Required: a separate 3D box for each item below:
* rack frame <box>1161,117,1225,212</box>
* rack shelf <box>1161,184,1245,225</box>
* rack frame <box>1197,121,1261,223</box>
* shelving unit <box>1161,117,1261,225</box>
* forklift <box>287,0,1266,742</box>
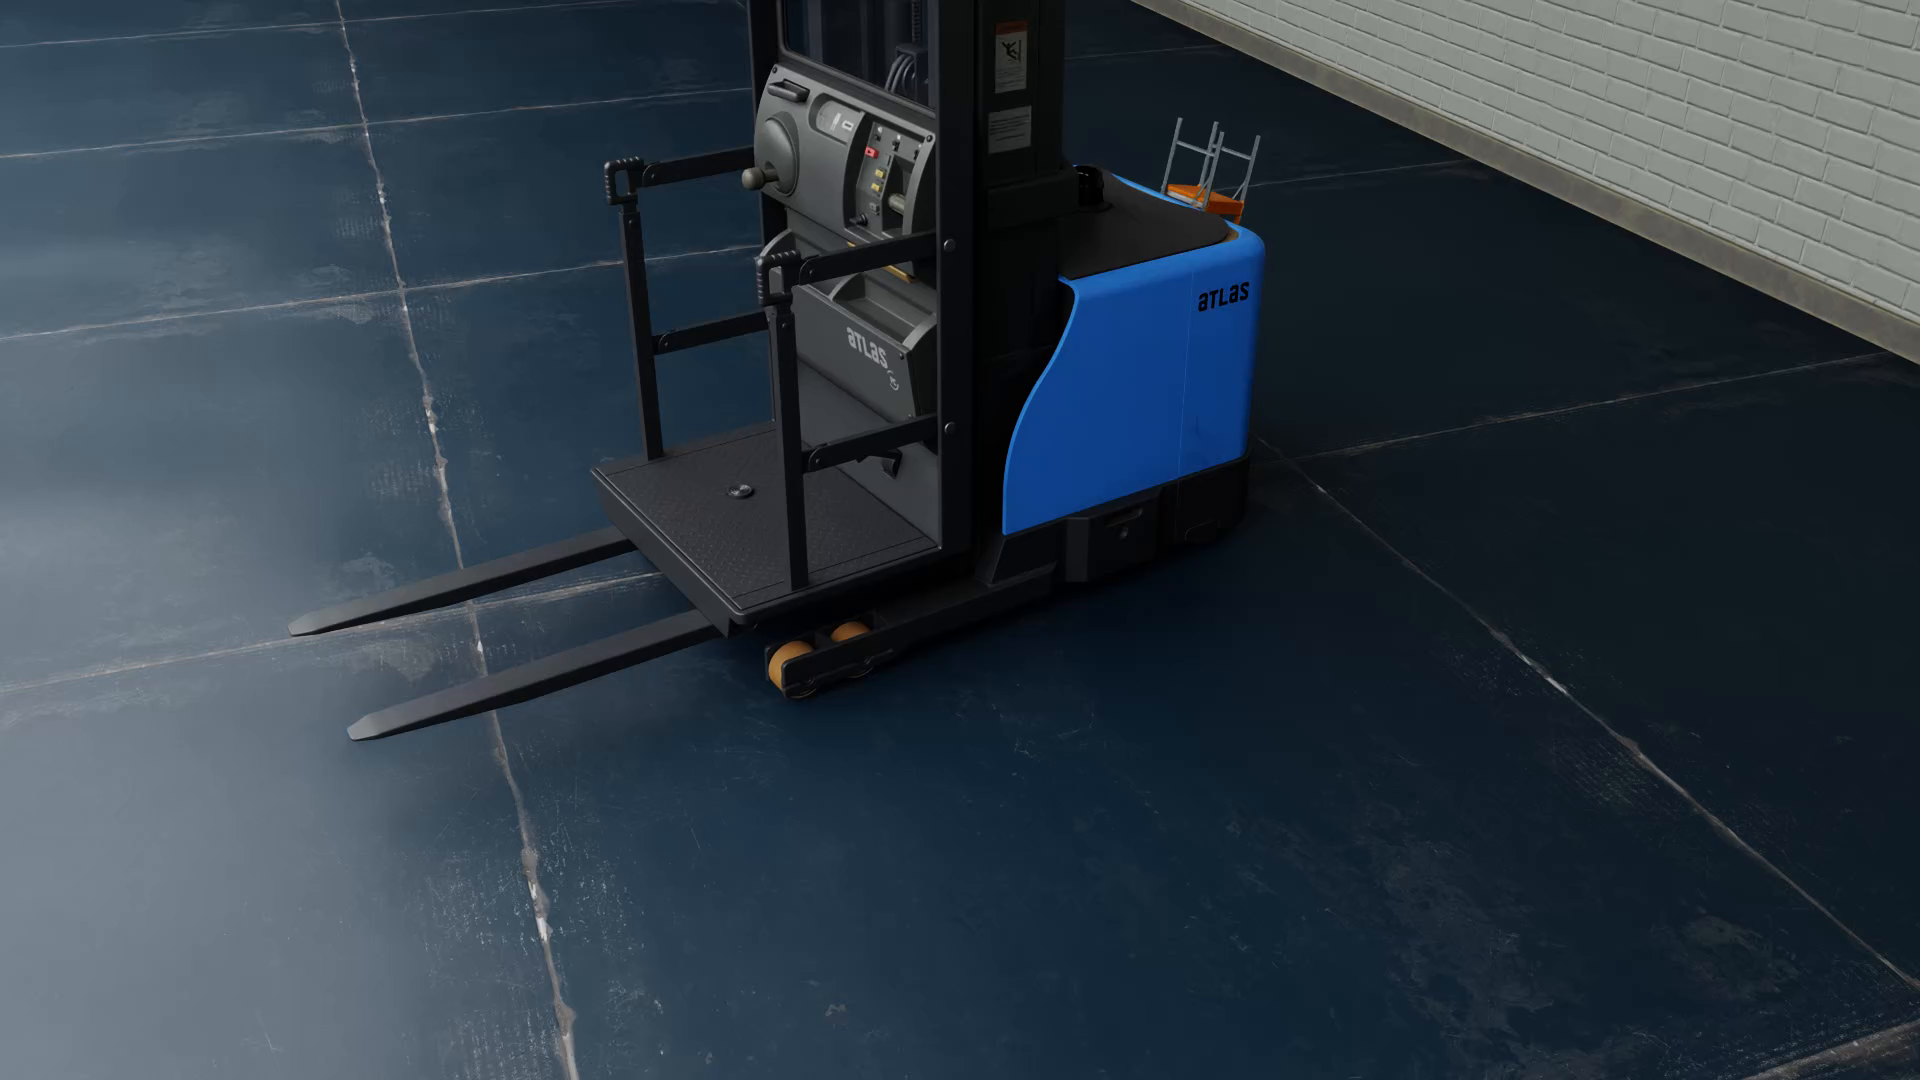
[{"bbox_3d":[0.741,-0.921,6.099,0.006,1.200,0.240,-5,27,-37],"label":"rack frame"},{"bbox_3d":[0.873,-1.215,6.038,0.180,0.103,0.258,-5,27,-37],"label":"rack shelf"},{"bbox_3d":[0.886,-0.934,6.208,0.006,1.200,0.240,-5,27,-37],"label":"rack frame"},{"bbox_3d":[0.813,-0.927,6.153,0.189,1.200,0.258,-5,27,-37],"label":"shelving unit"},{"bbox_3d":[-0.520,-1.103,4.726,3.031,2.935,1.130,-18,34,-29],"label":"forklift"}]
